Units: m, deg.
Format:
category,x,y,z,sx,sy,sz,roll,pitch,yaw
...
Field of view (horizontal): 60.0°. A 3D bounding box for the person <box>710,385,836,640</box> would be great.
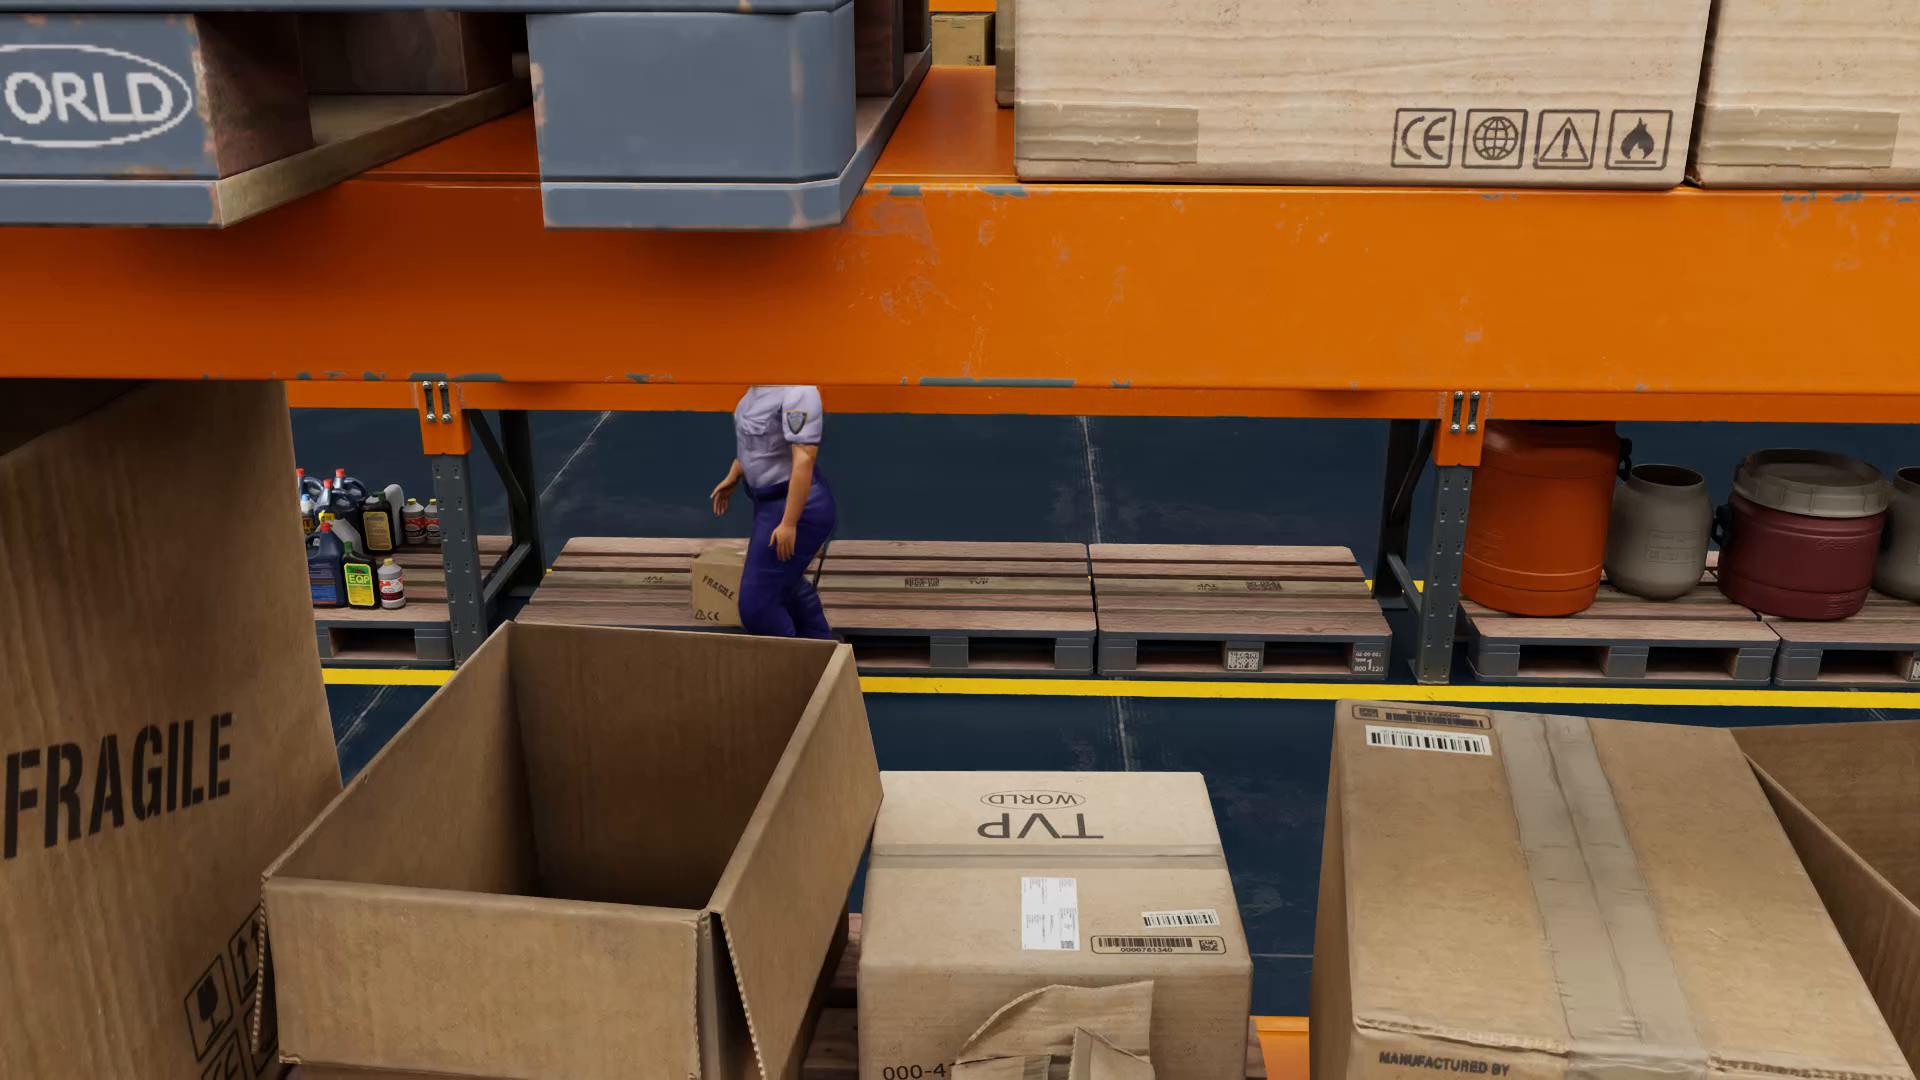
category,x,y,z,sx,sy,sz,roll,pitch,yaw
person,-0.696,-0.120,6.415,0.501,1.625,0.570,-5,21,-13
